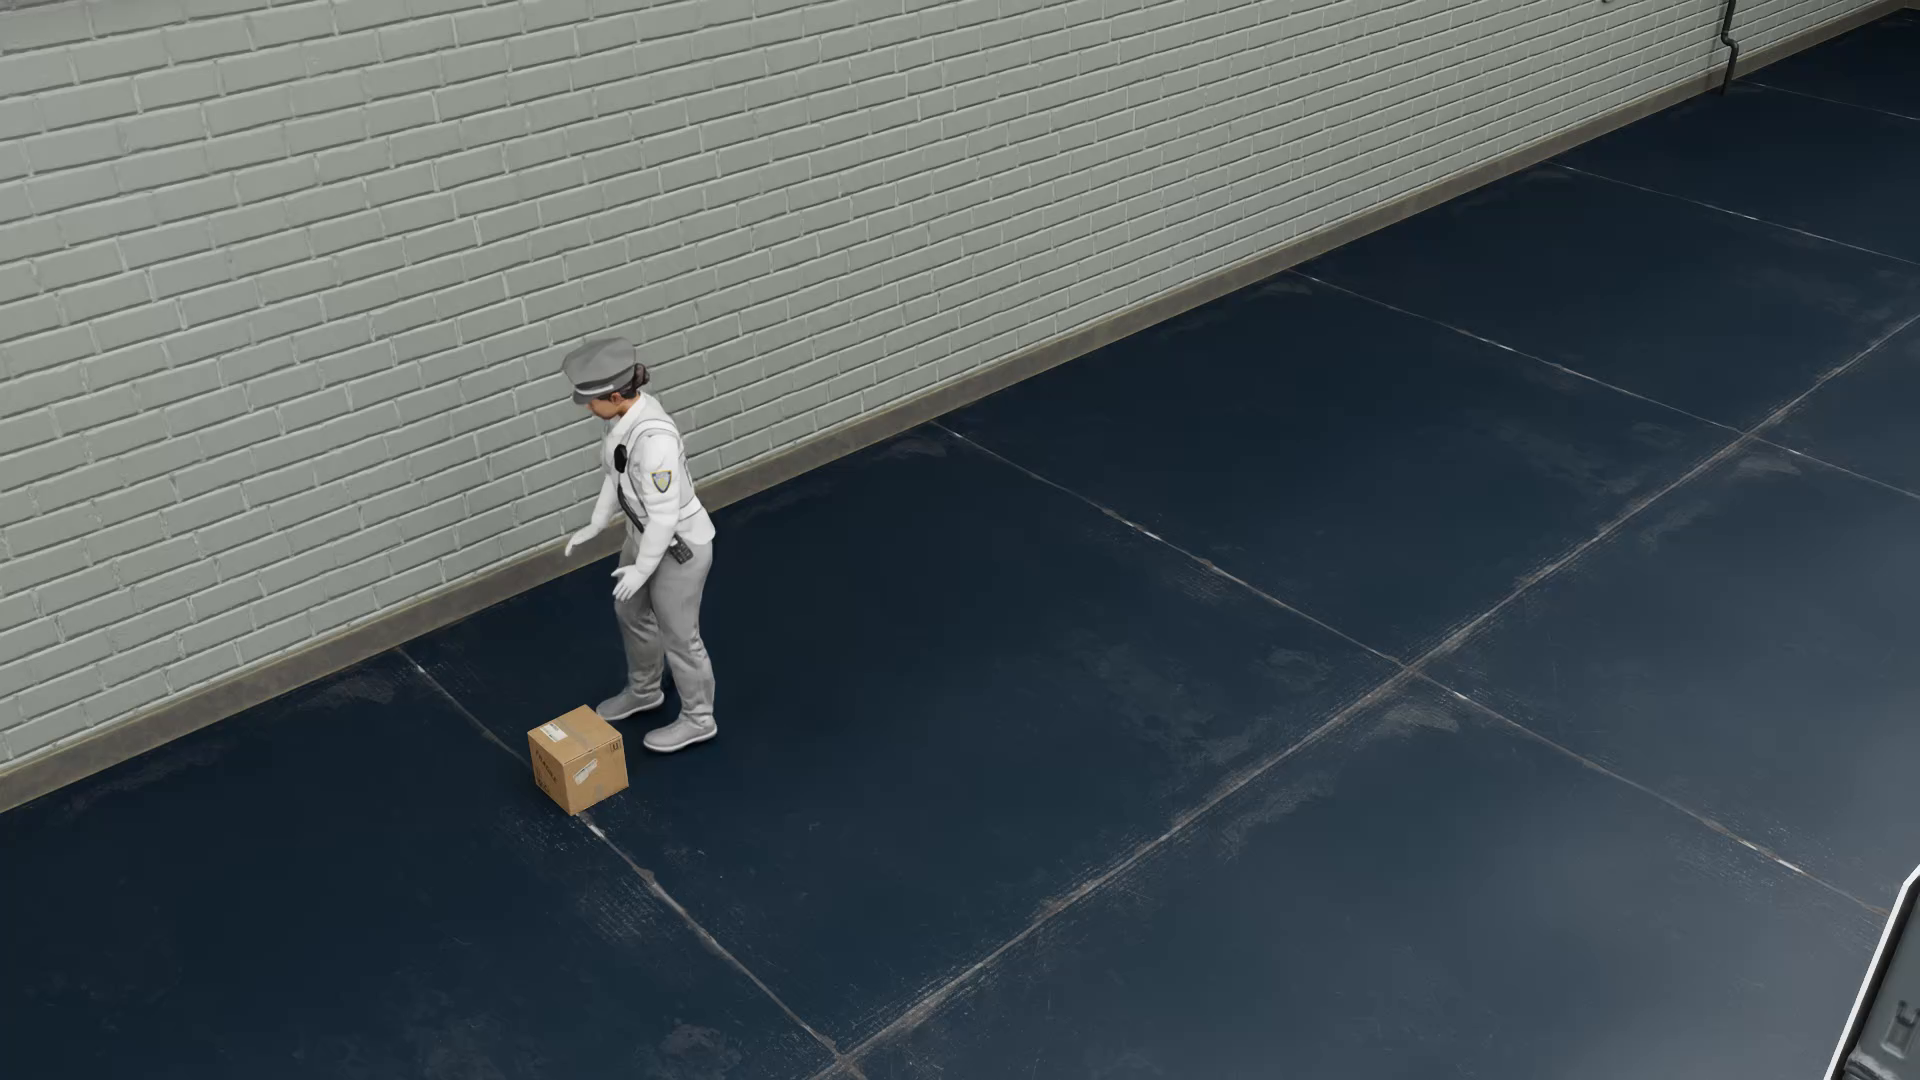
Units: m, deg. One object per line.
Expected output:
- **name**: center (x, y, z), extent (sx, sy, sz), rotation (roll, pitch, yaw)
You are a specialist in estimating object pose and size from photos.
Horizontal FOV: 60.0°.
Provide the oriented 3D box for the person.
- **person**: center (-1.157, 0.047, 6.059), extent (0.502, 1.684, 0.540), rotation (-15, 35, -22)
